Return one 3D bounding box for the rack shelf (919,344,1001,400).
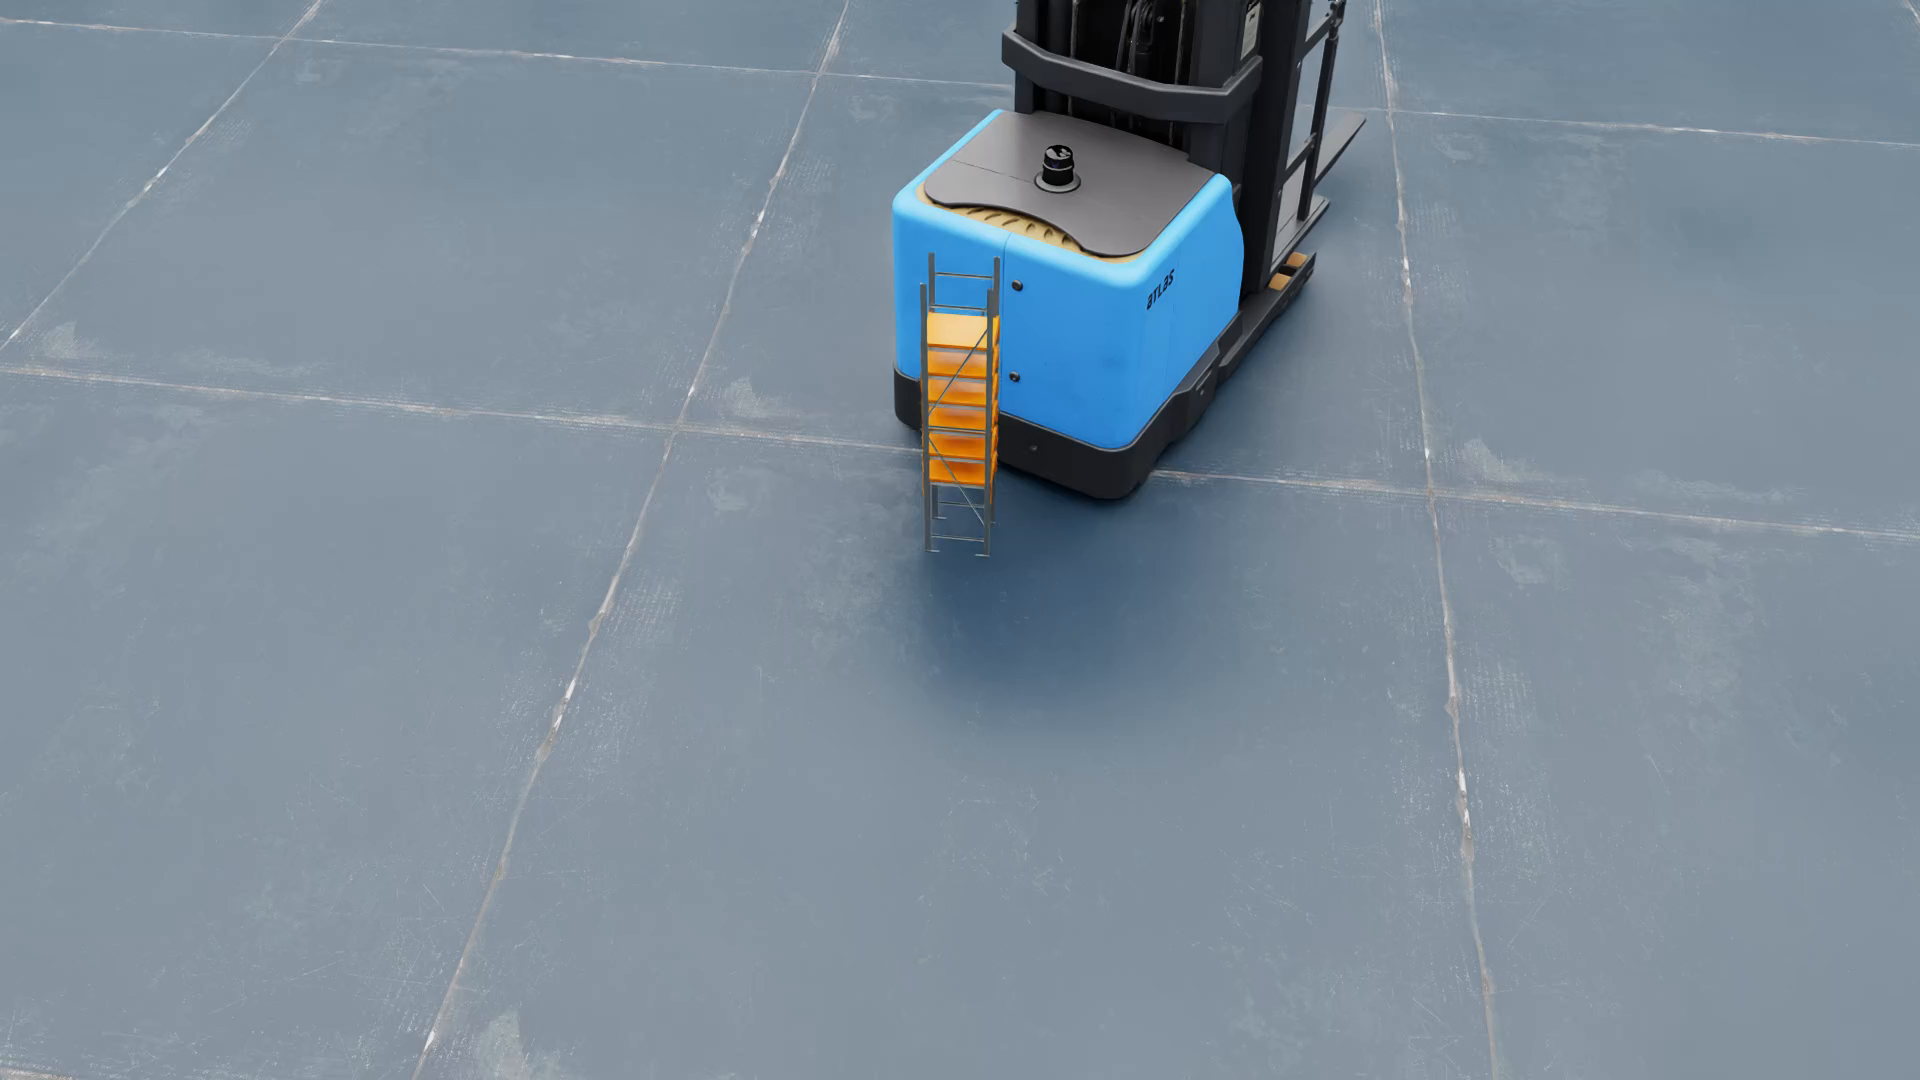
[{"bbox_3d":[0.002,-0.588,5.713,0.258,0.103,0.180,5,44,6],"label":"rack shelf"}]

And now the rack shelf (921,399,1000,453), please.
[{"bbox_3d":[0.002,-0.413,5.878,0.258,0.103,0.180,5,44,6],"label":"rack shelf"}]

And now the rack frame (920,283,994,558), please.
[{"bbox_3d":[-0.010,-0.383,5.782,0.240,1.200,0.006,5,44,6],"label":"rack frame"}]

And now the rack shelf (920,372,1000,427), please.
[{"bbox_3d":[0.002,-0.500,5.796,0.258,0.103,0.180,5,44,6],"label":"rack shelf"}]

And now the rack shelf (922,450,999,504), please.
[{"bbox_3d":[0.002,-0.239,6.043,0.258,0.103,0.180,5,44,6],"label":"rack shelf"}]

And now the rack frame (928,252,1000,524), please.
[{"bbox_3d":[0.014,-0.508,5.914,0.240,1.200,0.006,5,44,6],"label":"rack frame"}]

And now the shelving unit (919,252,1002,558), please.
[{"bbox_3d":[0.002,-0.446,5.848,0.258,1.200,0.189,5,44,6],"label":"shelving unit"}]

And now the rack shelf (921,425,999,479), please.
[{"bbox_3d":[0.002,-0.326,5.961,0.258,0.103,0.180,5,44,6],"label":"rack shelf"}]

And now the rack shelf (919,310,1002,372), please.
[{"bbox_3d":[0.002,-0.675,5.631,0.258,0.103,0.180,5,44,6],"label":"rack shelf"}]

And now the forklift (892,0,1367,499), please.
[{"bbox_3d":[0.925,-2.217,6.459,1.130,2.935,3.031,22,48,22],"label":"forklift"}]
